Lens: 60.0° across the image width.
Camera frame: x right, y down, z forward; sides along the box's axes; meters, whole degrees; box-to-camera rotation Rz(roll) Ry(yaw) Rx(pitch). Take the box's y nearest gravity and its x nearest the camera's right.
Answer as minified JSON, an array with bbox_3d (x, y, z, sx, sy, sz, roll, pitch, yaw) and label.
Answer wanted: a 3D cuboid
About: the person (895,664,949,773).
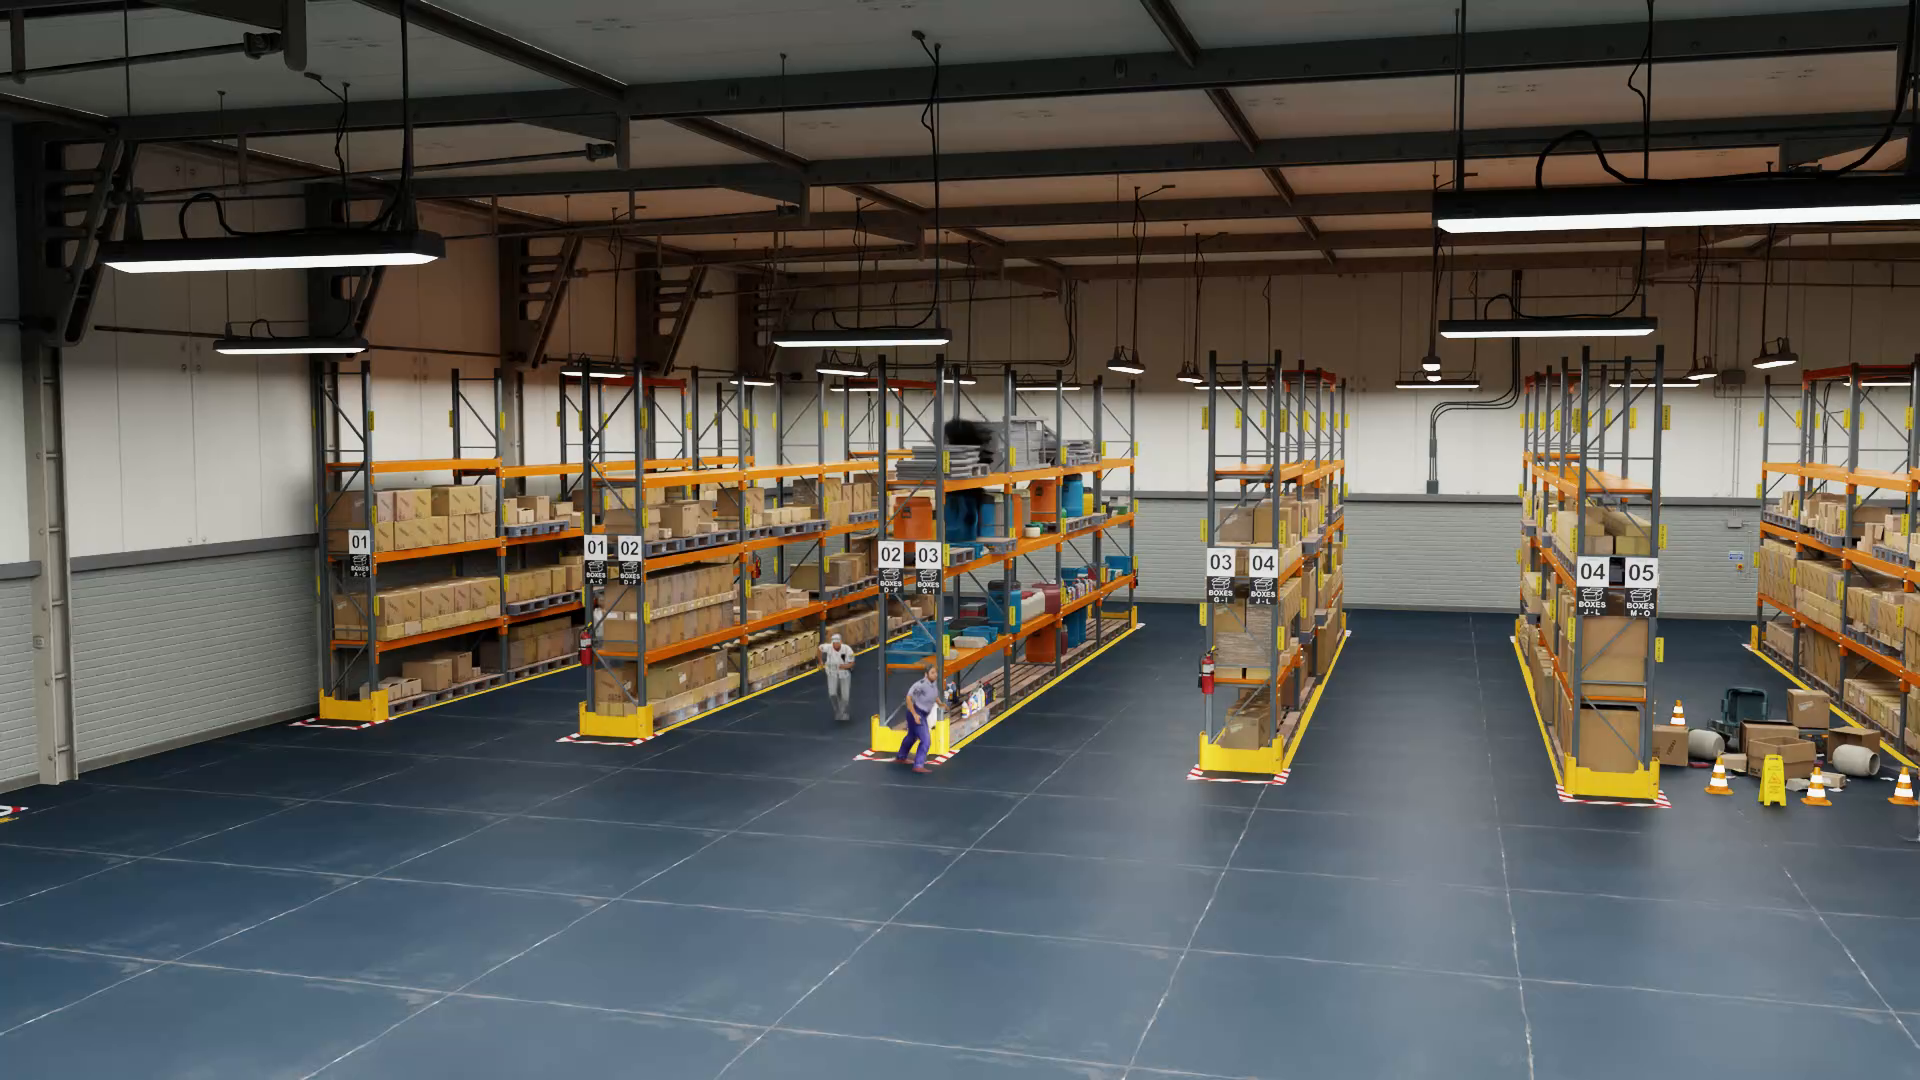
[{"bbox_3d":[-0.568,2.541,23.837,0.865,1.564,0.668,1,4,18],"label":"person"}]

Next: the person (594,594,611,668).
[{"bbox_3d":[-6.834,1.885,31.888,0.554,1.738,0.799,1,4,11],"label":"person"}]

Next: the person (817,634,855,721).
[{"bbox_3d":[-2.053,2.269,27.603,0.647,1.506,0.882,0,4,5],"label":"person"}]
